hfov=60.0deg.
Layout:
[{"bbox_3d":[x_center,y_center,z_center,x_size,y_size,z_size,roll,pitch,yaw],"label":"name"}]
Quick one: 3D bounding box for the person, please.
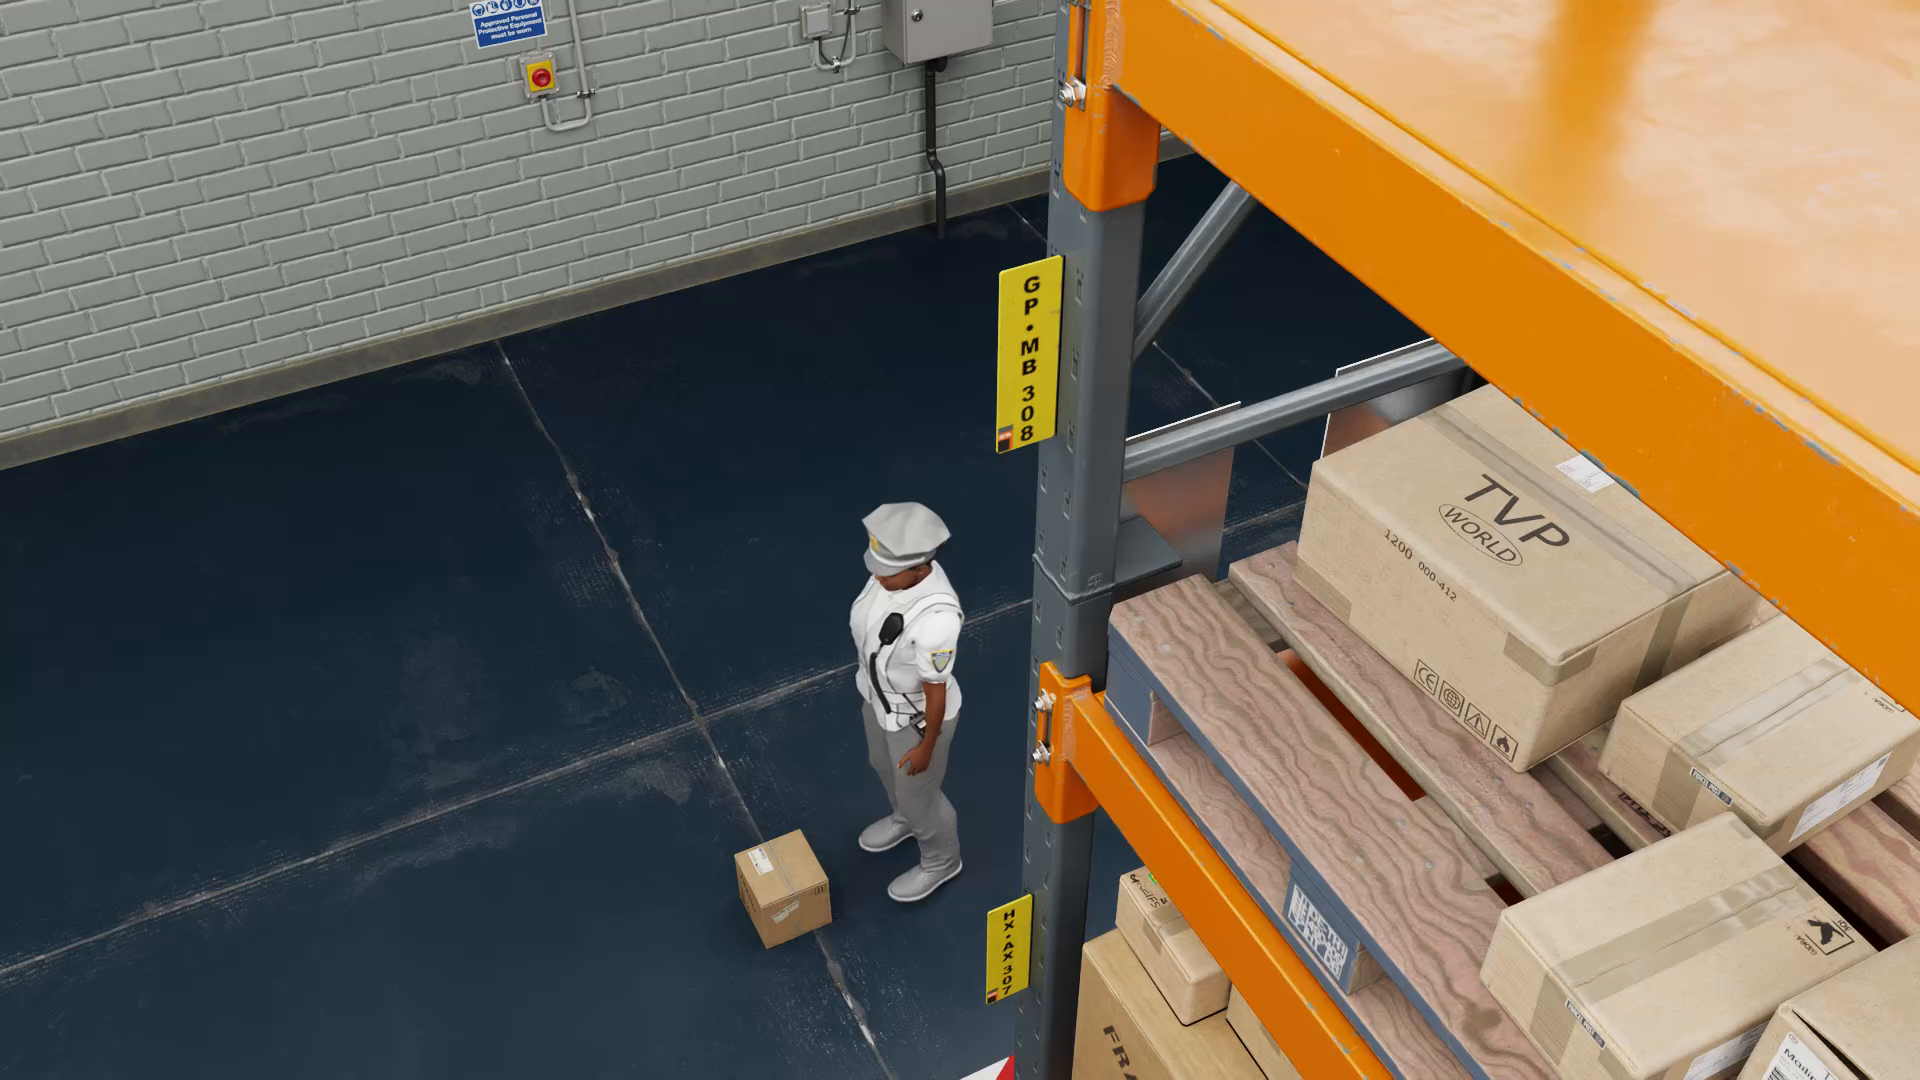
[{"bbox_3d":[-0.173,0.562,5.531,0.341,1.658,0.438,-18,45,-19],"label":"person"}]
